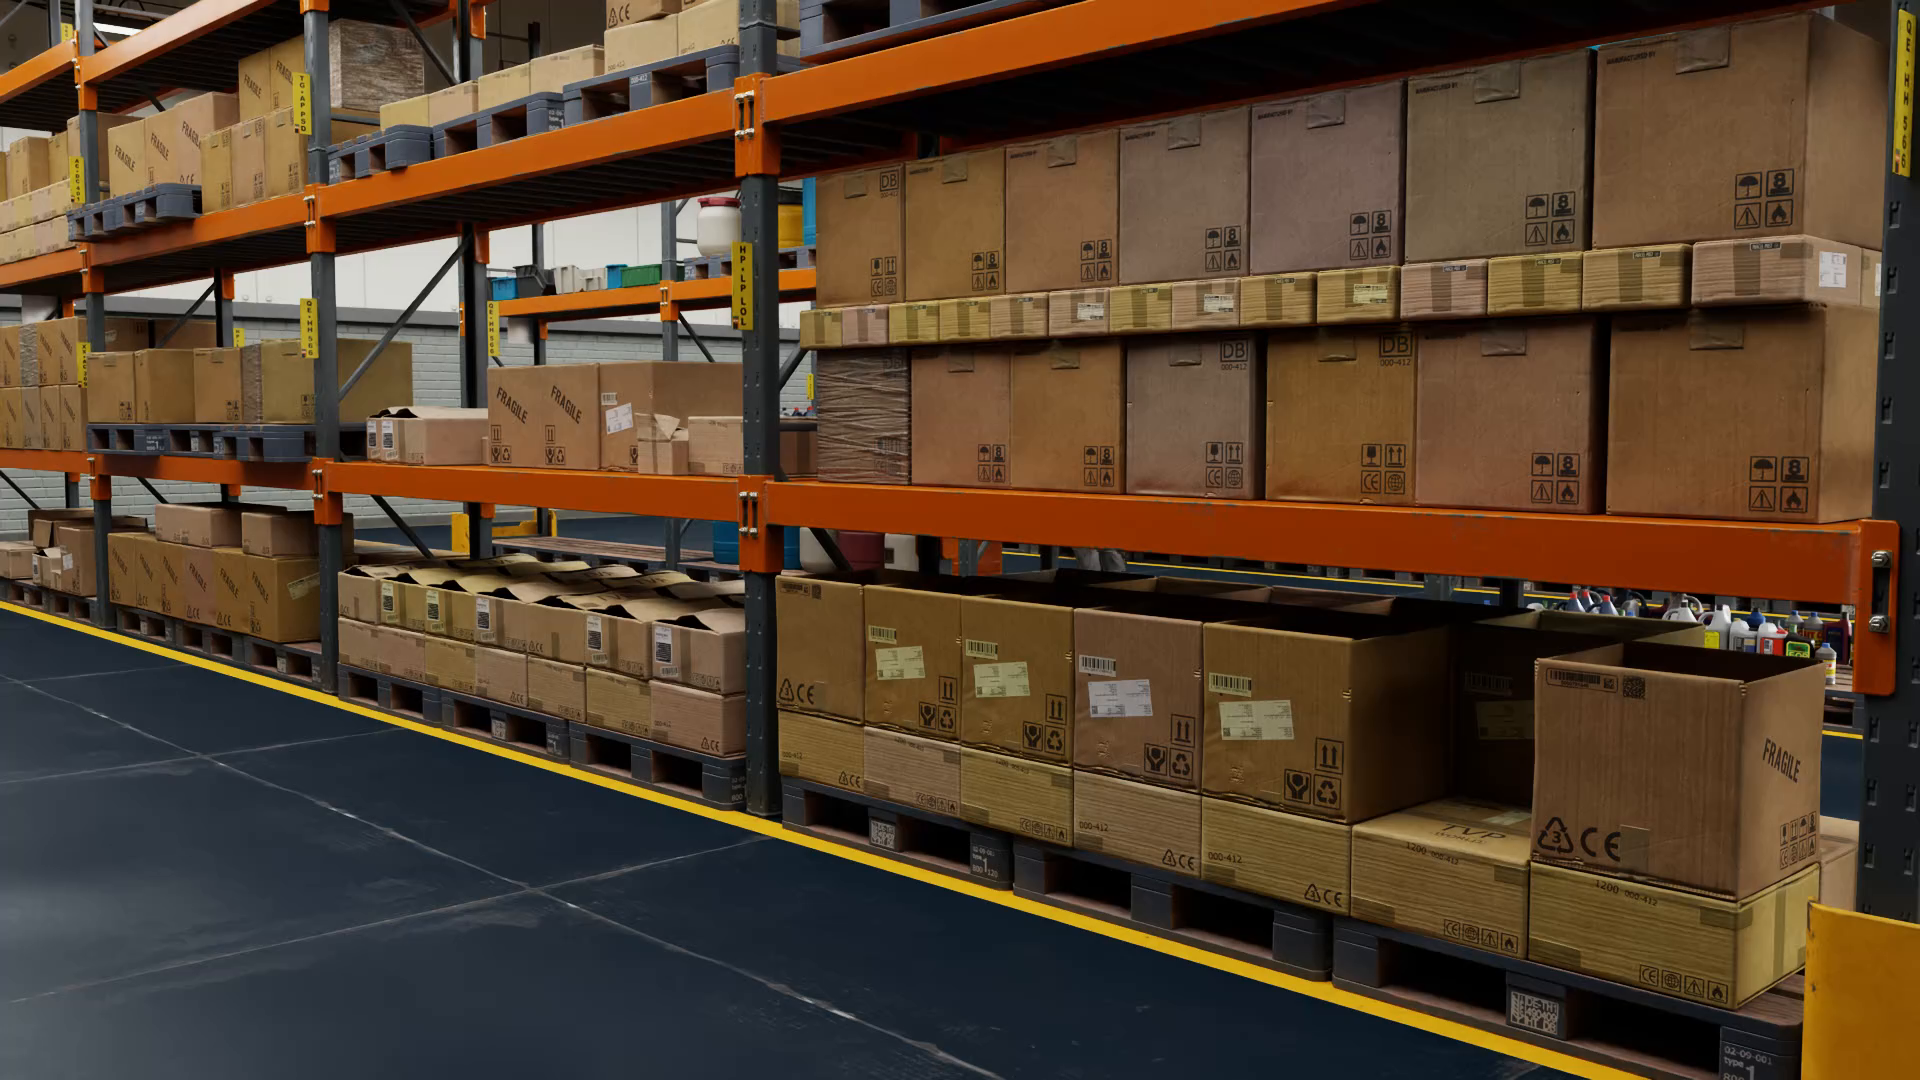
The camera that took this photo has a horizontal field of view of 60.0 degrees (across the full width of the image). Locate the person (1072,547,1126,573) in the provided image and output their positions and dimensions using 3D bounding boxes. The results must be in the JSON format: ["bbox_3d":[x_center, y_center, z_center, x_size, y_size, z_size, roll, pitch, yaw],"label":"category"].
[{"bbox_3d":[0.877,-0.027,10.711,0.544,1.558,0.428,2,5,29],"label":"person"}]
